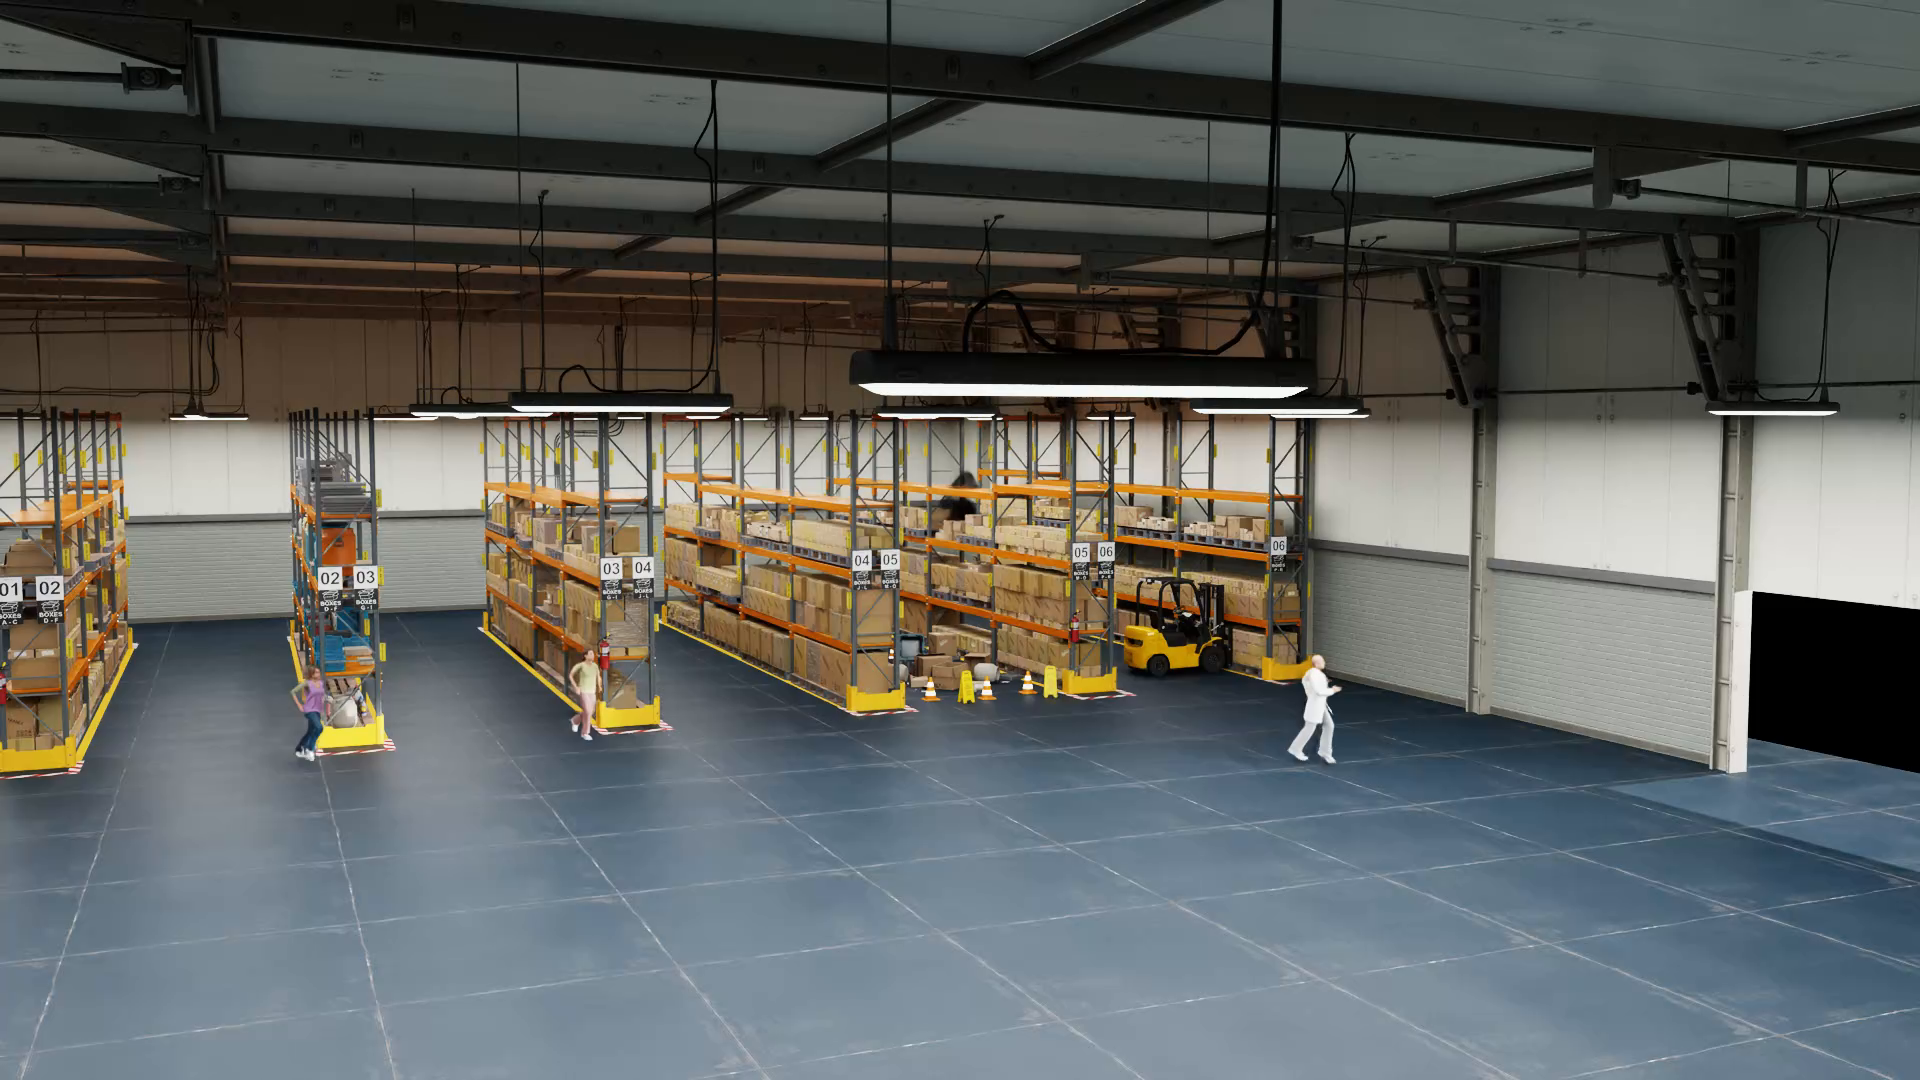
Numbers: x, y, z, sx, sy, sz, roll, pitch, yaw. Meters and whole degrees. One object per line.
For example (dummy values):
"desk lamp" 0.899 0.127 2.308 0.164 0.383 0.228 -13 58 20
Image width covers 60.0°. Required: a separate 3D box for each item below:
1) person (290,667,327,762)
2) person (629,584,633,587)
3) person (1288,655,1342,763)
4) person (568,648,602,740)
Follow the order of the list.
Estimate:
"person" -11.036 2.954 28.346 0.619 1.587 0.524 1 4 18
"person" -8.870 1.803 45.584 0.527 1.483 0.569 -1 4 -19
"person" 5.993 2.869 28.067 0.882 1.862 0.692 2 4 23
"person" -6.840 2.789 30.394 0.662 1.641 0.624 4 5 42
